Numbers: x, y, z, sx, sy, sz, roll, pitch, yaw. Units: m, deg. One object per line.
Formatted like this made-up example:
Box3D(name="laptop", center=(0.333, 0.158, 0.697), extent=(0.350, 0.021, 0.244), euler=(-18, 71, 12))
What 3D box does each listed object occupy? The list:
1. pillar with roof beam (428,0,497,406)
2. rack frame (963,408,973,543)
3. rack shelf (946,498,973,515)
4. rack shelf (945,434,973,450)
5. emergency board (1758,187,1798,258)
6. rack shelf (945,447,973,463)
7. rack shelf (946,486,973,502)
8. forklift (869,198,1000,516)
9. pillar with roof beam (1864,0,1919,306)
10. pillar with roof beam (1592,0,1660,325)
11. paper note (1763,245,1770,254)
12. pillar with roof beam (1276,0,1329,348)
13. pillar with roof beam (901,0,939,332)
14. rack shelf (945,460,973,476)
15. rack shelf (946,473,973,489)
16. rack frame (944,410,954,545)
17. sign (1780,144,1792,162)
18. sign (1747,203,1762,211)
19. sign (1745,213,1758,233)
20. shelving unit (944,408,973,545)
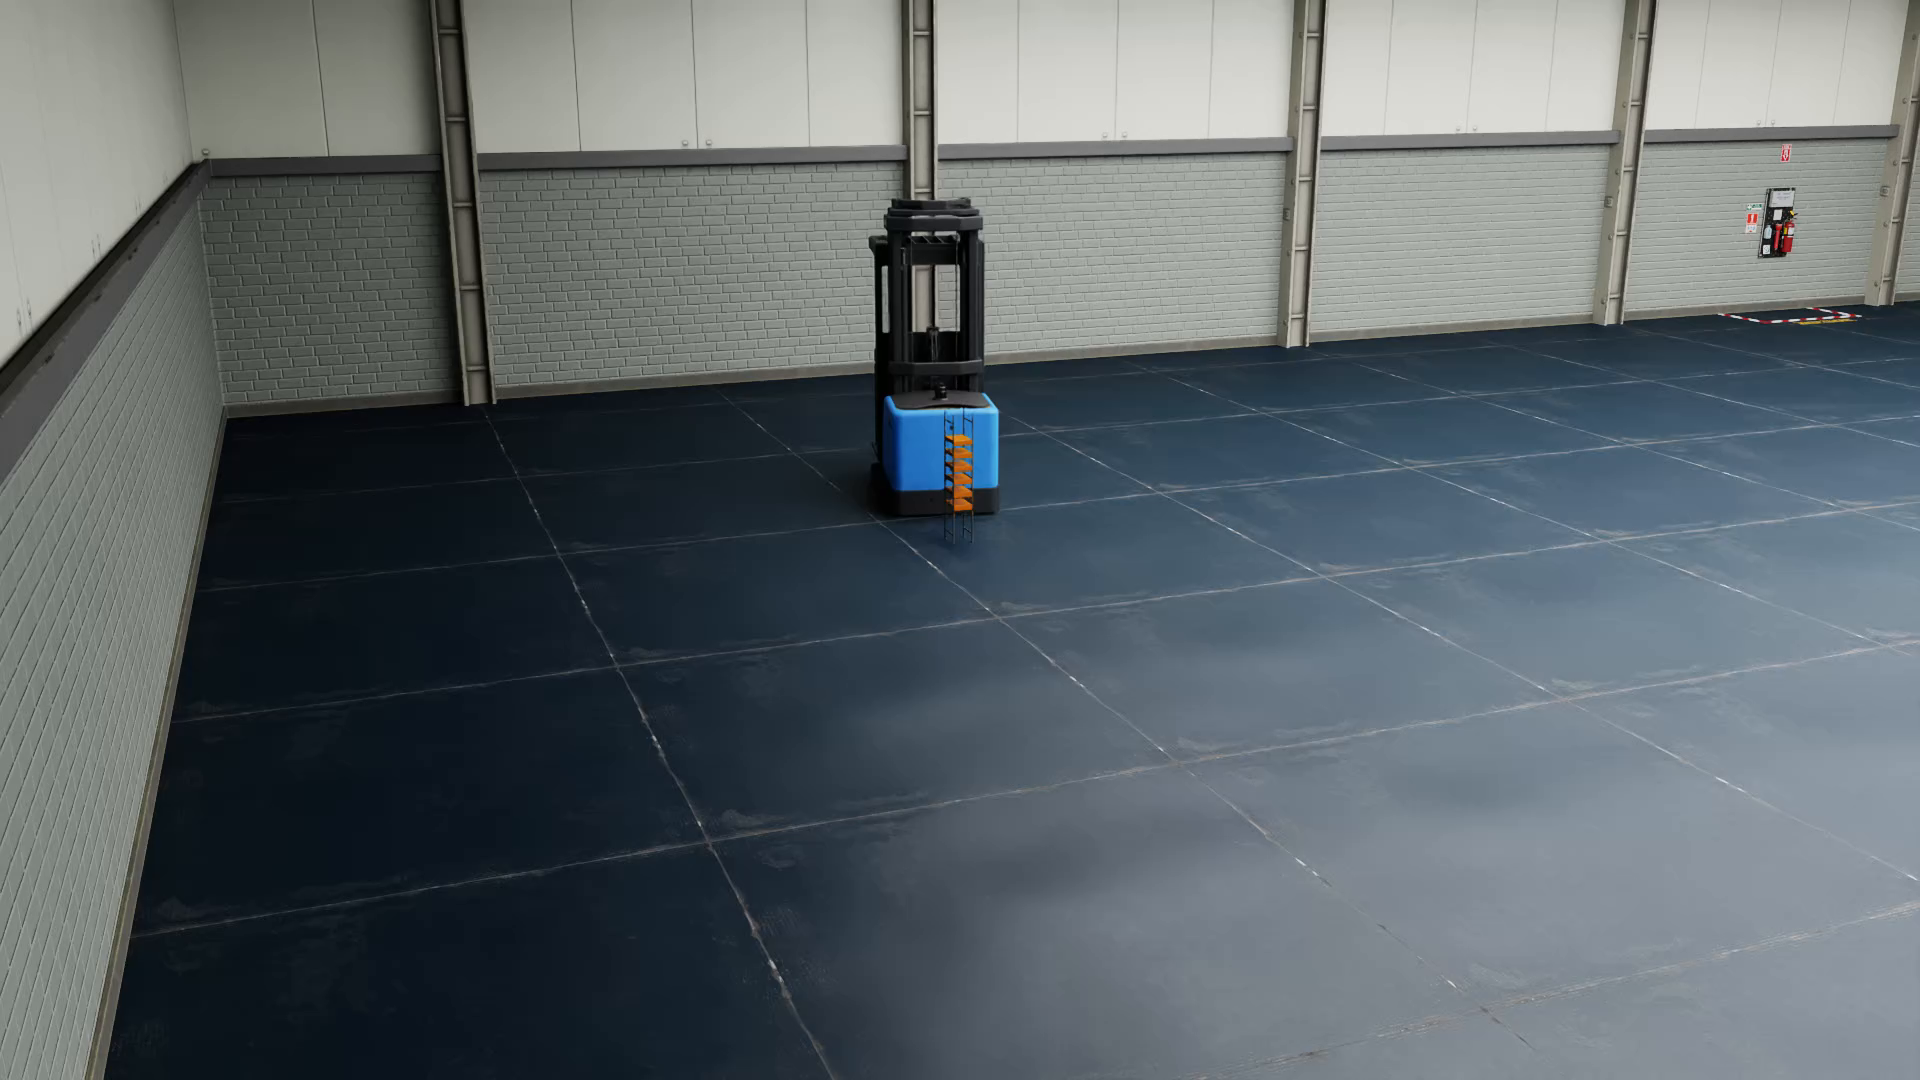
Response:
Box3D(name="pillar with roof beam", center=(-4.598, -4.943, 16.111), extent=(0.400, 9.000, 9.100), euler=(-6, 17, -20))
Box3D(name="rack frame", center=(0.072, -0.583, 15.107), extent=(0.006, 1.200, 0.240), euler=(-6, 17, -20))
Box3D(name="rack shelf", center=(-0.014, -0.301, 15.156), extent=(0.180, 0.103, 0.258), euler=(-6, 17, -20))
Box3D(name="rack shelf", center=(-0.014, -0.877, 14.987), extent=(0.180, 0.103, 0.258), euler=(-6, 17, -20))
Box3D(name="emergency board", center=(13.951, -5.378, 28.239), extent=(0.643, 1.169, 0.194), euler=(-6, 17, -20))
Box3D(name="rack shelf", center=(-0.014, -0.762, 15.021), extent=(0.180, 0.103, 0.258), euler=(-6, 17, -20))
Box3D(name="rack shelf", center=(-0.014, -0.416, 15.122), extent=(0.180, 0.103, 0.258), euler=(-6, 17, -20))
Box3D(name="forklift", center=(-0.334, -2.006, 16.880), extent=(1.130, 2.935, 3.031), euler=(-2, 17, -8))
Box3D(name="pillar with roof beam", center=(17.813, -7.363, 24.351), extent=(0.400, 9.000, 9.100), euler=(-6, 17, -20))
Box3D(name="pillar with roof beam", center=(12.210, -6.758, 22.291), extent=(0.400, 9.000, 9.100), euler=(-6, 17, -20))
Box3D(name="paper note", center=(13.761, -4.955, 28.364), extent=(0.142, 0.148, 0.016), euler=(-6, 17, -20))
Box3D(name="pillar with roof beam", center=(6.607, -6.153, 20.231), extent=(0.400, 9.000, 9.100), euler=(-6, 17, -20))
Box3D(name="pillar with roof beam", center=(1.004, -5.548, 18.171), extent=(0.400, 9.000, 9.100), euler=(-6, 17, -20))
Box3D(name="rack shelf", center=(-0.014, -0.647, 15.055), extent=(0.180, 0.103, 0.258), euler=(-6, 17, -20))
Box3D(name="rack shelf", center=(-0.014, -0.532, 15.088), extent=(0.180, 0.103, 0.258), euler=(-6, 17, -20))
Box3D(name="rack frame", center=(-0.099, -0.565, 15.045), extent=(0.006, 1.200, 0.240), euler=(-6, 17, -20))
Box3D(name="sign", center=(13.908, -6.515, 27.999), extent=(0.199, 0.298, 0.001), euler=(-6, 17, -20))
Box3D(name="sign", center=(13.405, -5.619, 28.055), extent=(0.331, 0.109, 0.001), euler=(-6, 17, -20))
Box3D(name="sign", center=(13.398, -5.366, 28.137), extent=(0.234, 0.329, 0.001), euler=(-6, 17, -20))
Box3D(name="shelving unit", center=(-0.014, -0.574, 15.076), extent=(0.189, 1.200, 0.258), euler=(-6, 17, -20))
